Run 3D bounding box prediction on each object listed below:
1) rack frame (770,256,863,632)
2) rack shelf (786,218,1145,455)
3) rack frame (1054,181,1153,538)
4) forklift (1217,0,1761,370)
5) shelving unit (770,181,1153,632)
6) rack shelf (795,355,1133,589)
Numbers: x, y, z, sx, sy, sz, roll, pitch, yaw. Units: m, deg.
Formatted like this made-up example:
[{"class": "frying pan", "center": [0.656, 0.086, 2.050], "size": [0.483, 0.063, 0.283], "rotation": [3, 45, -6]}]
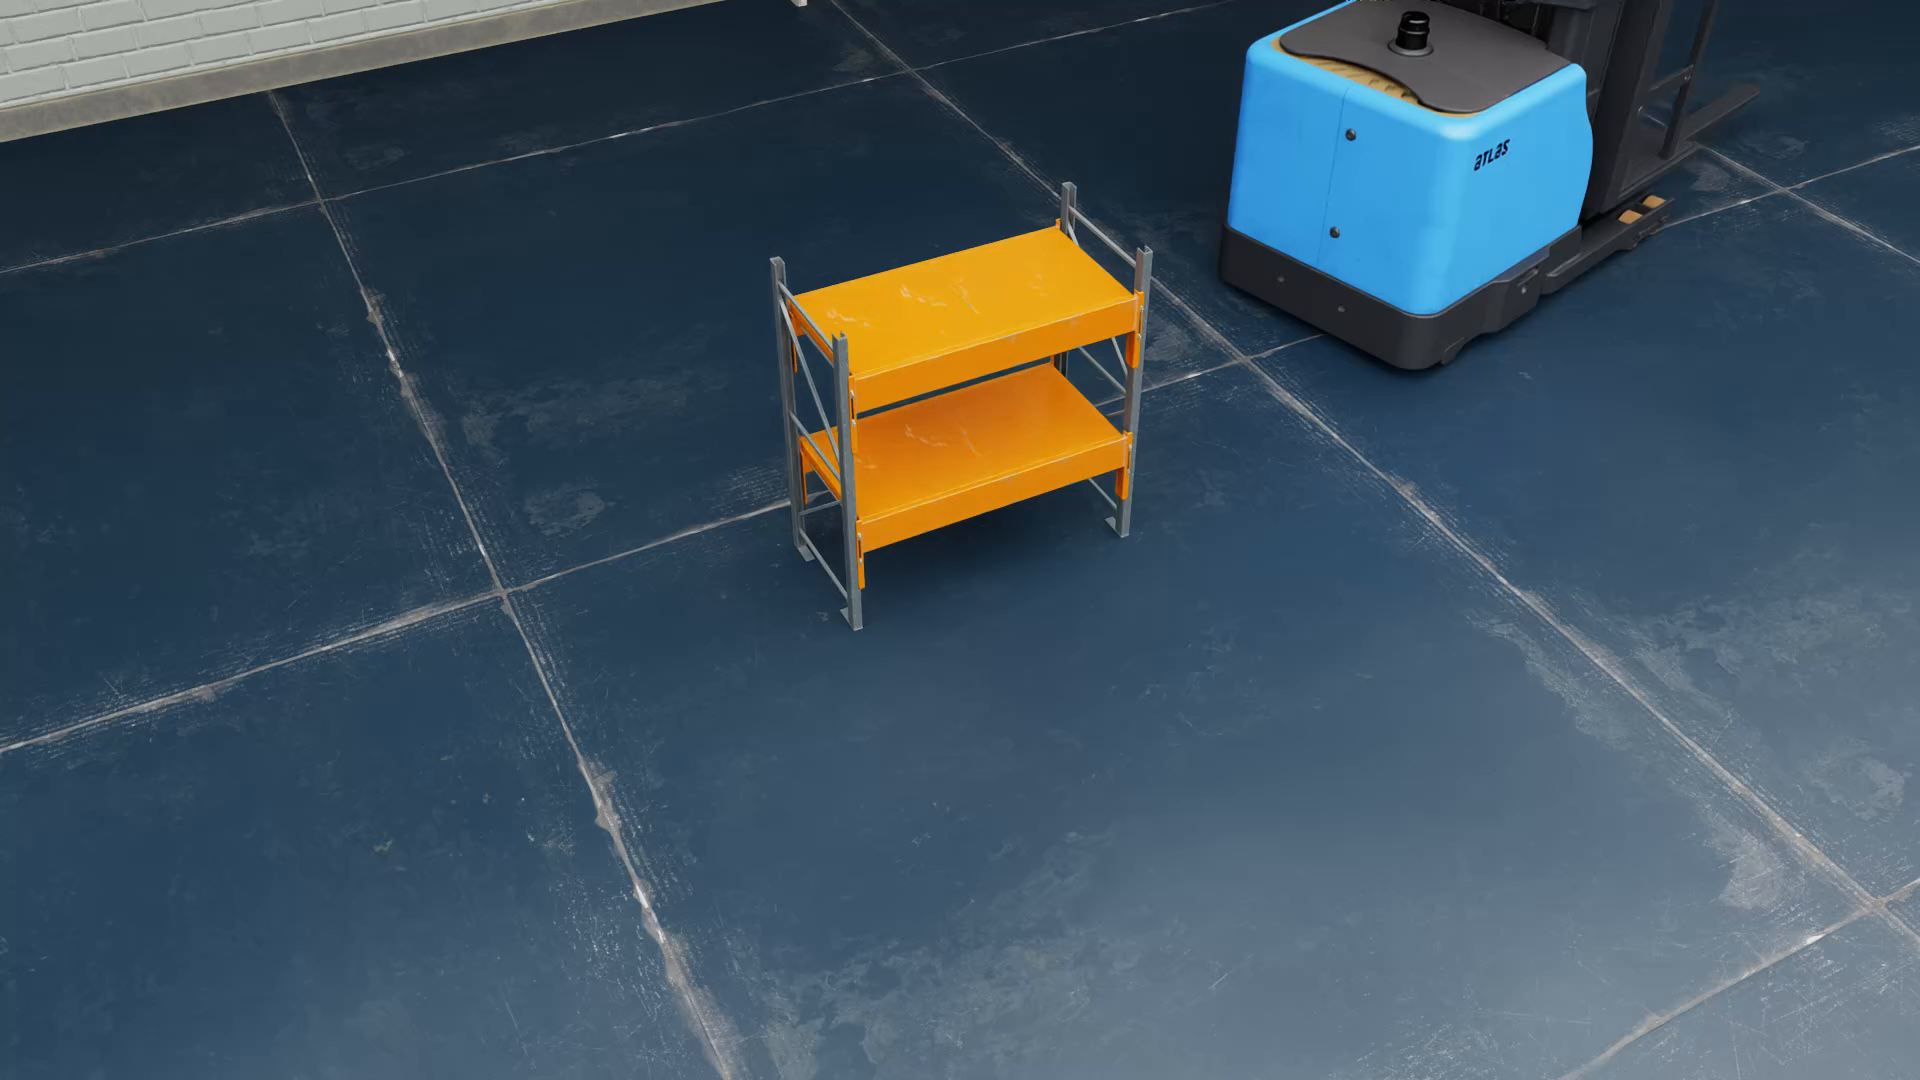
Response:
[{"class": "rack frame", "center": [-0.445, -0.280, 5.210], "size": [0.032, 1.125, 0.500], "rotation": [-19, 44, -21]}, {"class": "rack shelf", "center": [0.006, -0.655, 5.200], "size": [1.000, 0.278, 0.538], "rotation": [-19, 44, -21]}, {"class": "rack frame", "center": [0.457, -0.583, 5.568], "size": [0.032, 1.125, 0.500], "rotation": [-19, 44, -21]}, {"class": "forklift", "center": [2.501, -2.604, 6.558], "size": [3.031, 2.935, 1.130], "rotation": [-31, 49, -31]}, {"class": "shelving unit", "center": [0.006, -0.431, 5.389], "size": [1.048, 1.125, 0.538], "rotation": [-19, 44, -21]}, {"class": "rack shelf", "center": [0.006, -0.245, 5.547], "size": [1.000, 0.278, 0.538], "rotation": [-19, 44, -21]}]
